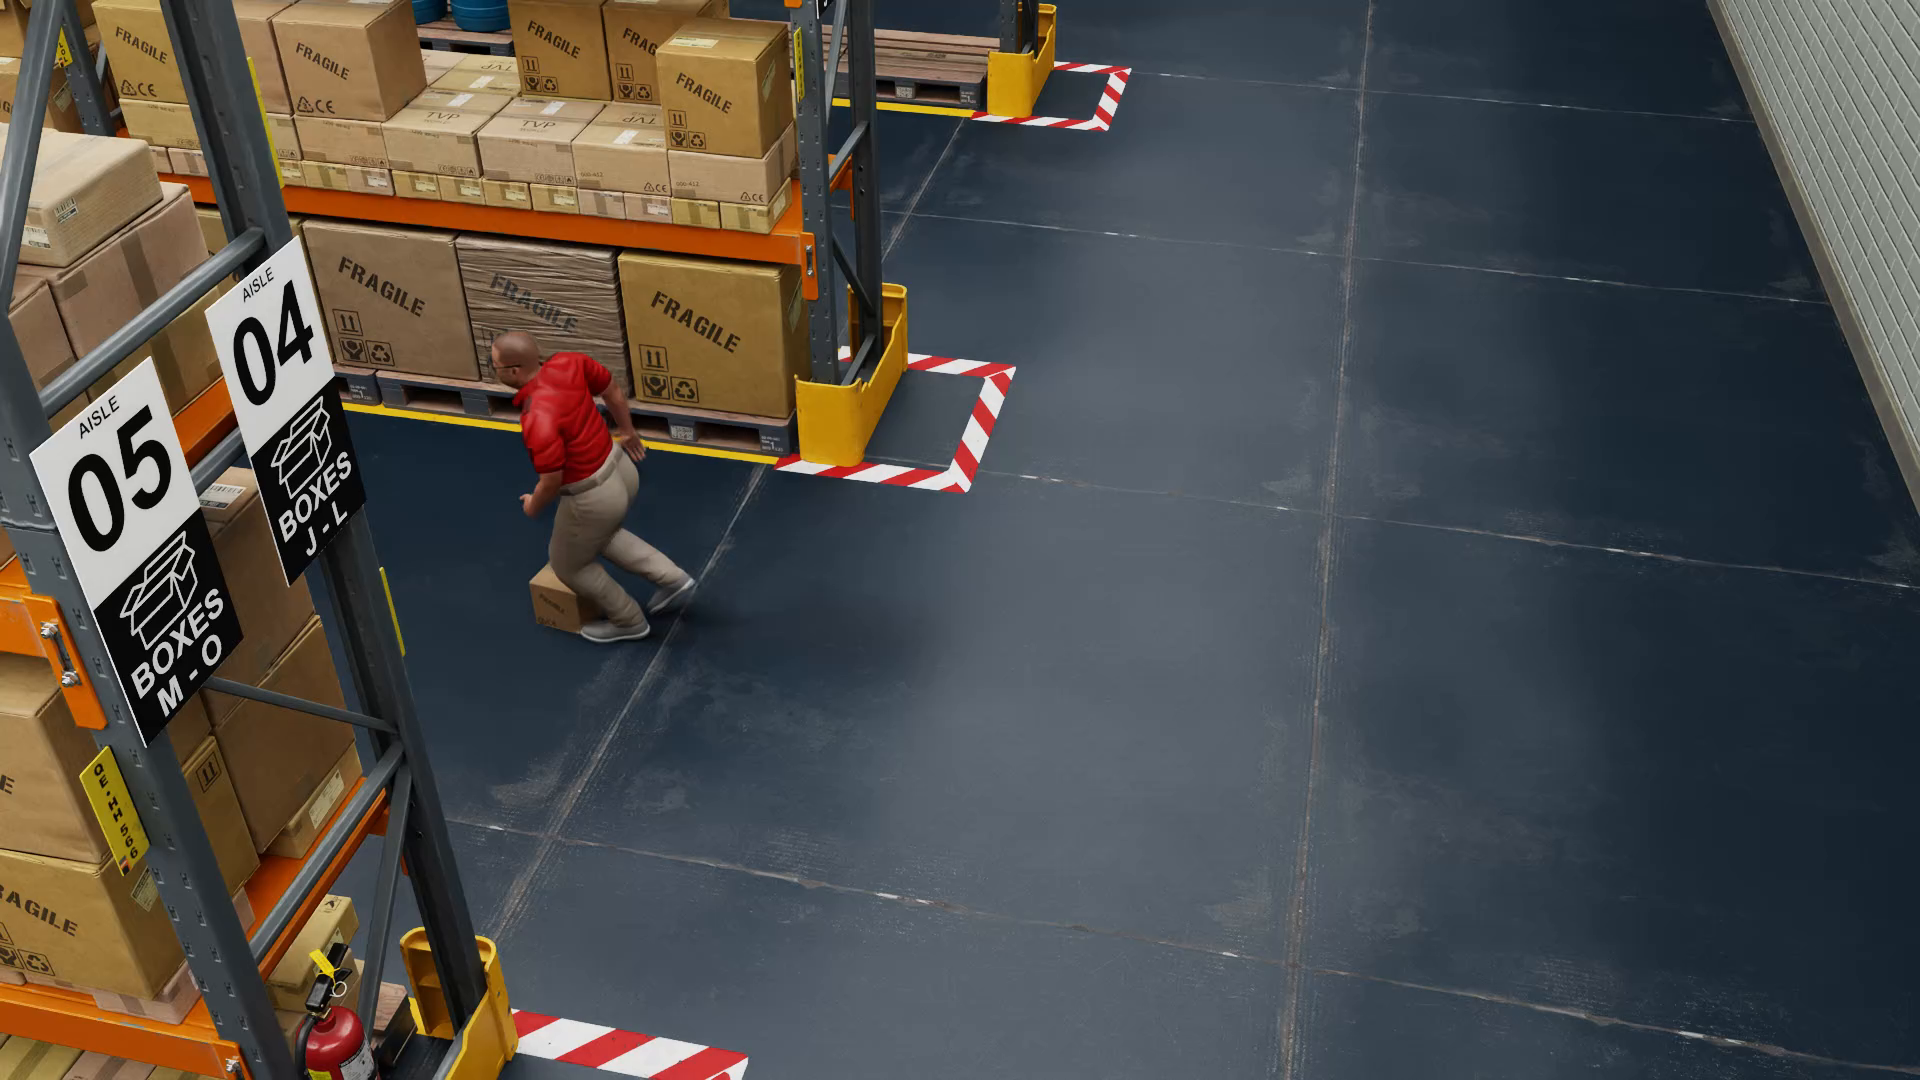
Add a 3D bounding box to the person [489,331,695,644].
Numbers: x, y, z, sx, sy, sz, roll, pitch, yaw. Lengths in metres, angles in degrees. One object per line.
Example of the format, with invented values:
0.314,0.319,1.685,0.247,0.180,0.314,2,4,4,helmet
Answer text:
-1.606,-0.227,7.381,0.711,1.619,0.734,5,37,6,person
